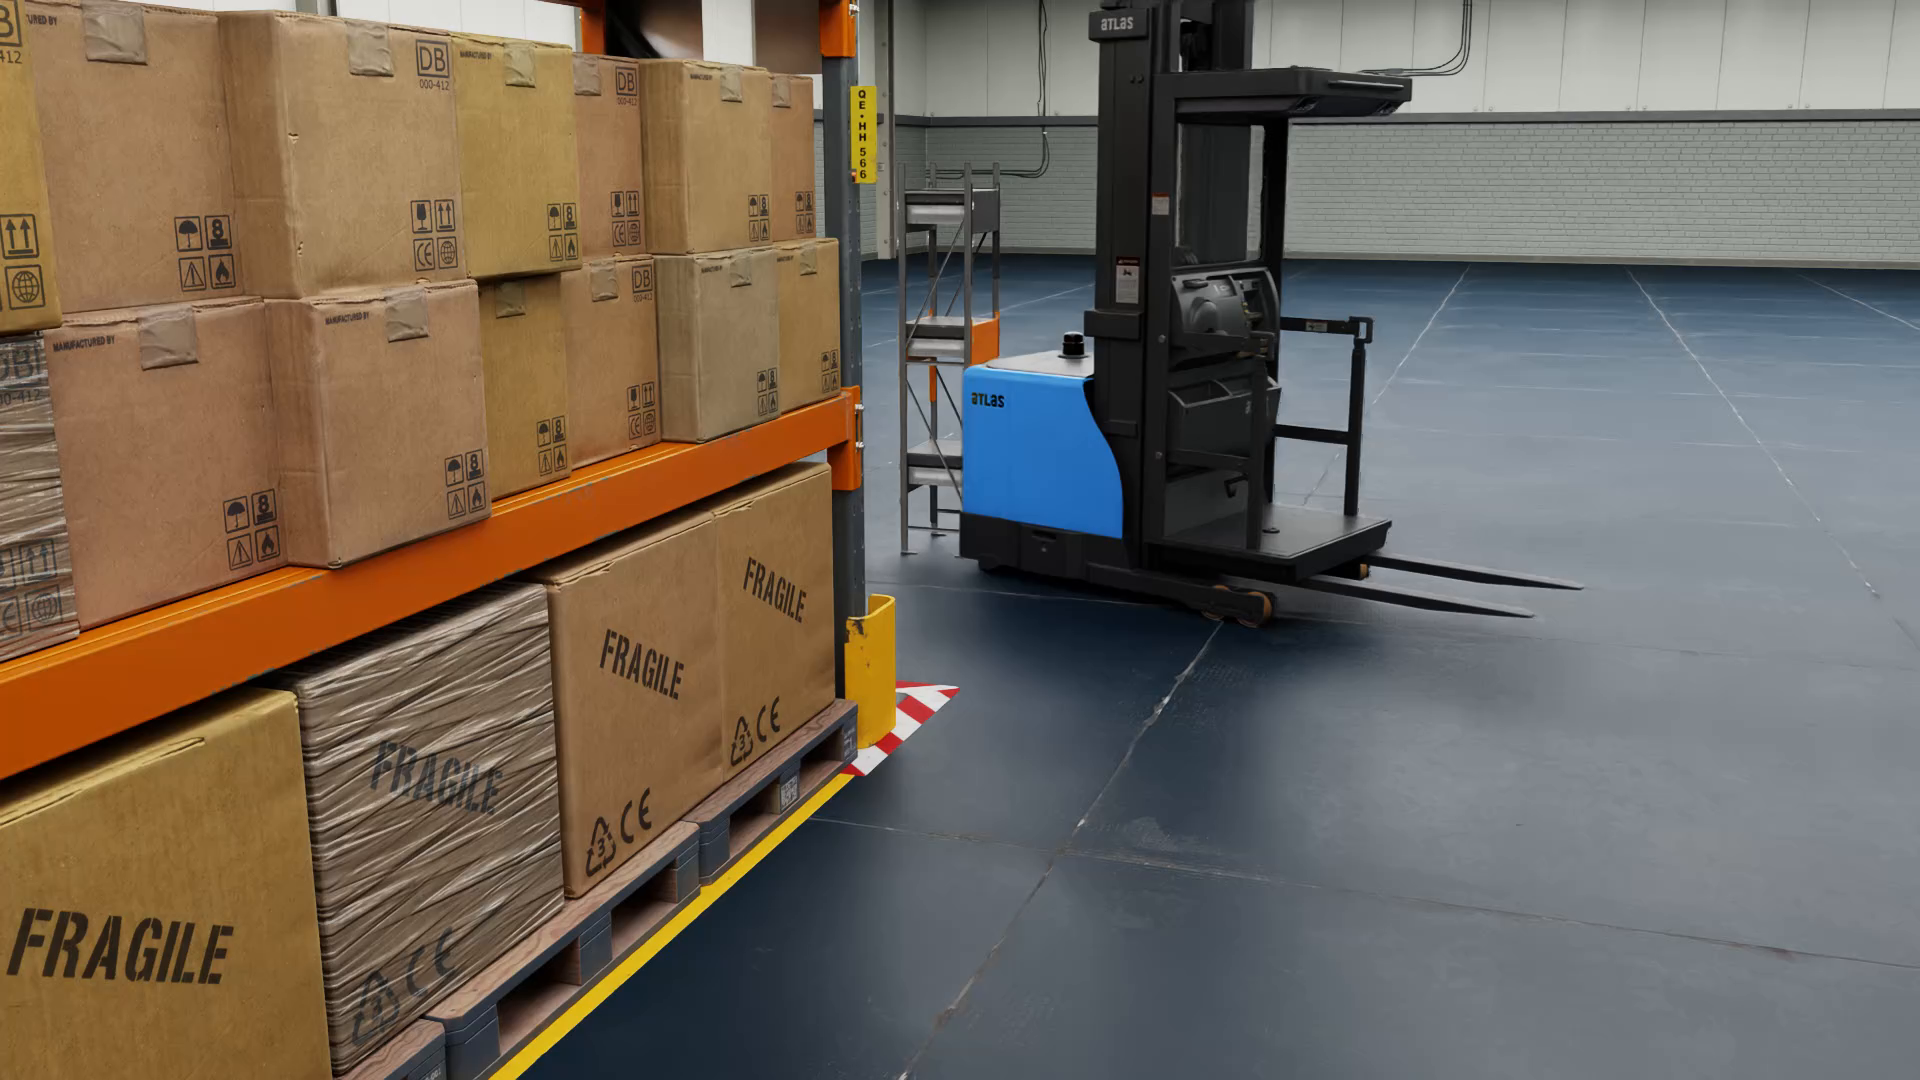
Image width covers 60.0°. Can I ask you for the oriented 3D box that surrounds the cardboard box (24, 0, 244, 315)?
[{"bbox_3d":[-1.918,-0.718,3.131,0.875,0.550,0.550,4,14,18],"label":"cardboard box"}]

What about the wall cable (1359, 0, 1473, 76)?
[{"bbox_3d":[9.552,-12.109,34.676,2.305,6.003,0.169,4,14,18],"label":"wall cable"}]

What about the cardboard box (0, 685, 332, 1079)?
[{"bbox_3d":[-1.869,0.784,3.142,0.875,0.875,0.875,5,14,19],"label":"cardboard box"}]

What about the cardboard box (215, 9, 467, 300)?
[{"bbox_3d":[-1.614,-0.822,3.586,0.875,0.550,0.550,4,14,18],"label":"cardboard box"}]

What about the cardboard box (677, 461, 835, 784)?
[{"bbox_3d":[-1.001,0.217,5.627,0.875,0.875,0.875,4,14,19],"label":"cardboard box"}]

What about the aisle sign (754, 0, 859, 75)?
[{"bbox_3d":[-0.537,-2.022,5.766,0.394,0.787,0.004,4,14,18],"label":"aisle sign"}]

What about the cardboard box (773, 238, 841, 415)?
[{"bbox_3d":[-0.921,-0.753,5.711,0.875,0.550,0.550,4,14,18],"label":"cardboard box"}]

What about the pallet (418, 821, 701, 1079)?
[{"bbox_3d":[-1.425,1.028,4.510,1.003,0.211,1.213,4,14,18],"label":"pallet"}]

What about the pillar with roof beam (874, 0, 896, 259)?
[{"bbox_3d":[2.444,-10.303,34.406,9.100,9.000,0.400,4,14,18],"label":"pillar with roof beam"}]

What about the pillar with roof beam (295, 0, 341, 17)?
[{"bbox_3d":[-3.380,-6.513,17.801,9.100,9.000,0.400,4,14,18],"label":"pillar with roof beam"}]

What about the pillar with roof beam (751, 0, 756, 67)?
[{"bbox_3d":[0.502,-9.040,28.871,9.100,9.000,0.400,4,14,18],"label":"pillar with roof beam"}]

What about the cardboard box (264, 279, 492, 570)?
[{"bbox_3d":[-1.588,-0.294,3.697,0.875,0.550,0.550,4,14,18],"label":"cardboard box"}]

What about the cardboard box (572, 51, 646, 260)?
[{"bbox_3d":[-1.401,-1.055,4.607,0.875,0.550,0.550,4,14,18],"label":"cardboard box"}]

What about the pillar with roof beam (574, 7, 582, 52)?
[{"bbox_3d":[-1.439,-7.776,23.336,9.100,9.000,0.400,4,14,18],"label":"pillar with roof beam"}]

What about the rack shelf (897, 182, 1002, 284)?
[{"bbox_3d":[-0.054,-1.658,8.949,0.431,0.518,0.480,4,14,18],"label":"rack shelf"}]

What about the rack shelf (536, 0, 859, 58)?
[{"bbox_3d":[-1.491,-1.452,3.985,1.077,0.370,4.000,4,14,18],"label":"rack shelf"}]

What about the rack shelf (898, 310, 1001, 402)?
[{"bbox_3d":[-0.054,-0.976,9.105,0.431,0.518,0.480,4,14,18],"label":"rack shelf"}]

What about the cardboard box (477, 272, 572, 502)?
[{"bbox_3d":[-1.511,-0.413,4.218,0.875,0.550,0.500,4,14,18],"label":"cardboard box"}]

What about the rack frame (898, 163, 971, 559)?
[{"bbox_3d":[-0.133,-0.937,8.876,0.400,2.100,0.015,4,14,18],"label":"rack frame"}]

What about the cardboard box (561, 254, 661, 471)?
[{"bbox_3d":[-1.379,-0.527,4.720,0.875,0.550,0.550,4,14,18],"label":"cardboard box"}]

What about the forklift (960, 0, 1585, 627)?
[{"bbox_3d":[1.460,-1.156,7.968,3.031,2.935,1.130,10,16,38],"label":"forklift"}]

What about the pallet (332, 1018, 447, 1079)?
[{"bbox_3d":[-1.818,1.286,3.381,1.003,0.211,1.213,4,14,18],"label":"pallet"}]

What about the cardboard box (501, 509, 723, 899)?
[{"bbox_3d":[-1.284,0.402,4.815,0.875,0.875,0.875,4,13,18],"label":"cardboard box"}]

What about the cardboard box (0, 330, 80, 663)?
[{"bbox_3d":[-2.030,-0.071,2.722,0.875,0.550,0.550,4,14,18],"label":"cardboard box"}]

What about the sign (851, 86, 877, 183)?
[{"bbox_3d":[-0.335,-1.400,5.745,0.100,0.325,0.005,4,14,18],"label":"sign"}]

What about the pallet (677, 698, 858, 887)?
[{"bbox_3d":[-1.029,0.772,5.632,1.003,0.211,1.213,4,14,18],"label":"pallet"}]

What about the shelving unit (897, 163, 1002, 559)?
[{"bbox_3d":[-0.054,-0.989,9.102,0.431,2.100,0.503,4,14,18],"label":"shelving unit"}]

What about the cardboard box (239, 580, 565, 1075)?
[{"bbox_3d":[-1.581,0.594,3.975,0.875,0.875,0.875,4,14,19],"label":"cardboard box"}]

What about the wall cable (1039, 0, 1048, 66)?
[{"bbox_3d":[3.134,-11.892,36.994,3.097,2.526,0.112,4,14,18],"label":"wall cable"}]

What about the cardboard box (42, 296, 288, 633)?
[{"bbox_3d":[-1.874,-0.189,3.236,0.875,0.550,0.550,4,14,18],"label":"cardboard box"}]

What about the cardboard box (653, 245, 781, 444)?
[{"bbox_3d":[-1.079,-0.636,5.197,0.875,0.550,0.550,4,14,18],"label":"cardboard box"}]

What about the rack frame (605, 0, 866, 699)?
[{"bbox_3d":[-0.844,-0.762,6.084,1.000,3.000,0.127,4,14,18],"label":"rack frame"}]

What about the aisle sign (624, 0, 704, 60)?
[{"bbox_3d":[-1.105,-2.066,5.955,0.394,0.787,0.004,4,14,18],"label":"aisle sign"}]

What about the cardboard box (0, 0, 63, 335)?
[{"bbox_3d":[-1.986,-0.594,2.587,0.875,0.550,0.550,4,14,18],"label":"cardboard box"}]

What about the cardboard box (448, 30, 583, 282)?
[{"bbox_3d":[-1.450,-0.934,4.077,0.875,0.550,0.500,4,14,18],"label":"cardboard box"}]

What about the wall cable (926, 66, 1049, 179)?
[{"bbox_3d":[0.575,-9.624,38.410,3.097,2.526,0.112,4,14,18],"label":"wall cable"}]

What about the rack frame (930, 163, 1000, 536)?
[{"bbox_3d":[0.025,-1.040,9.327,0.400,2.100,0.015,4,14,18],"label":"rack frame"}]

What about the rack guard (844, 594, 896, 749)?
[{"bbox_3d":[-0.836,0.452,6.384,1.175,0.500,0.348,4,14,18],"label":"rack guard"}]

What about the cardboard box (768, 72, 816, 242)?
[{"bbox_3d":[-1.001,-1.286,5.617,0.875,0.550,0.550,4,14,18],"label":"cardboard box"}]

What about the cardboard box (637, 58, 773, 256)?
[{"bbox_3d":[-1.091,-1.163,5.081,0.875,0.550,0.550,4,14,18],"label":"cardboard box"}]

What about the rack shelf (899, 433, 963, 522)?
[{"bbox_3d":[-0.054,-0.293,9.260,0.431,0.518,0.480,4,14,18],"label":"rack shelf"}]

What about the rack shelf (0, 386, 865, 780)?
[{"bbox_3d":[-1.491,0.010,4.319,1.077,0.370,4.000,4,14,18],"label":"rack shelf"}]
